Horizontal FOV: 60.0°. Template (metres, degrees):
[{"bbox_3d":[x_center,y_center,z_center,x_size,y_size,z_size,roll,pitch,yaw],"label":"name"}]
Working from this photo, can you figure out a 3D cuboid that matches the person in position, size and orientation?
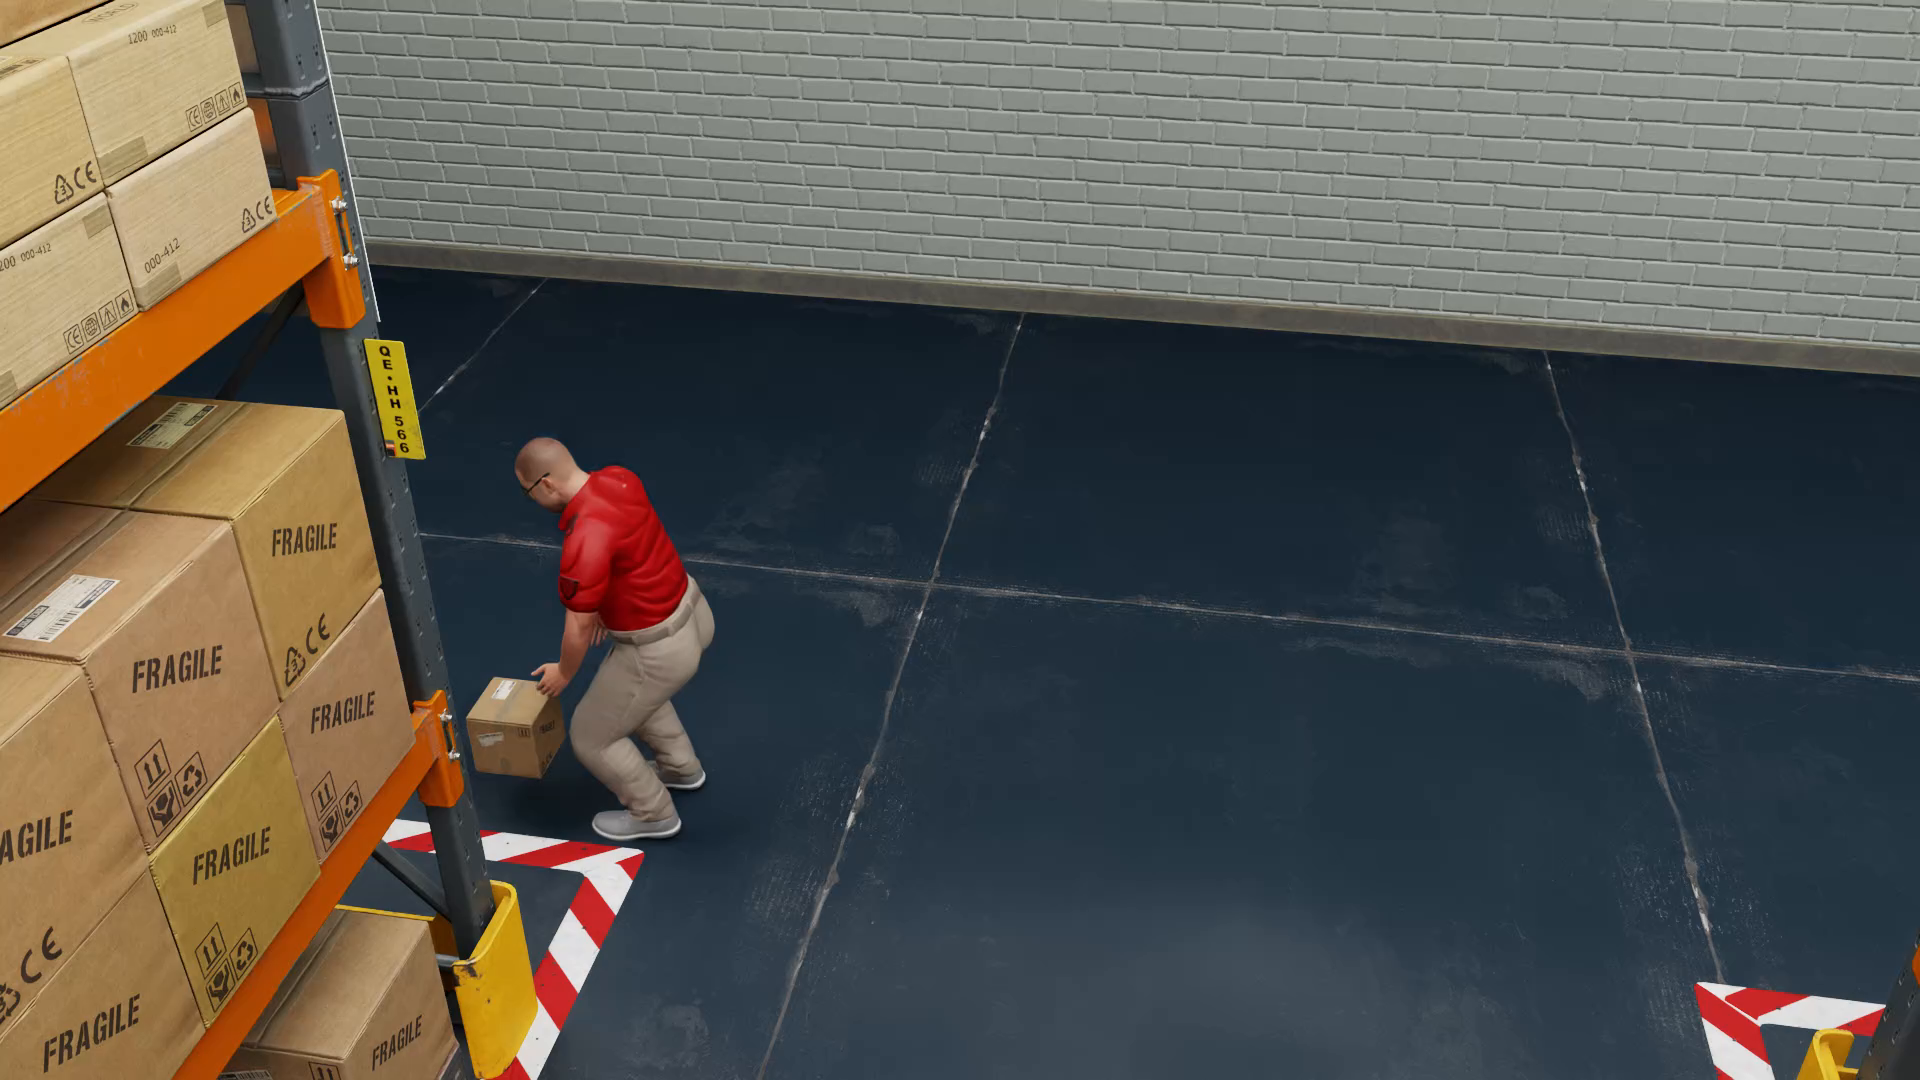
[{"bbox_3d":[-1.163,0.316,5.737,0.574,1.482,0.581,5,32,7],"label":"person"}]
